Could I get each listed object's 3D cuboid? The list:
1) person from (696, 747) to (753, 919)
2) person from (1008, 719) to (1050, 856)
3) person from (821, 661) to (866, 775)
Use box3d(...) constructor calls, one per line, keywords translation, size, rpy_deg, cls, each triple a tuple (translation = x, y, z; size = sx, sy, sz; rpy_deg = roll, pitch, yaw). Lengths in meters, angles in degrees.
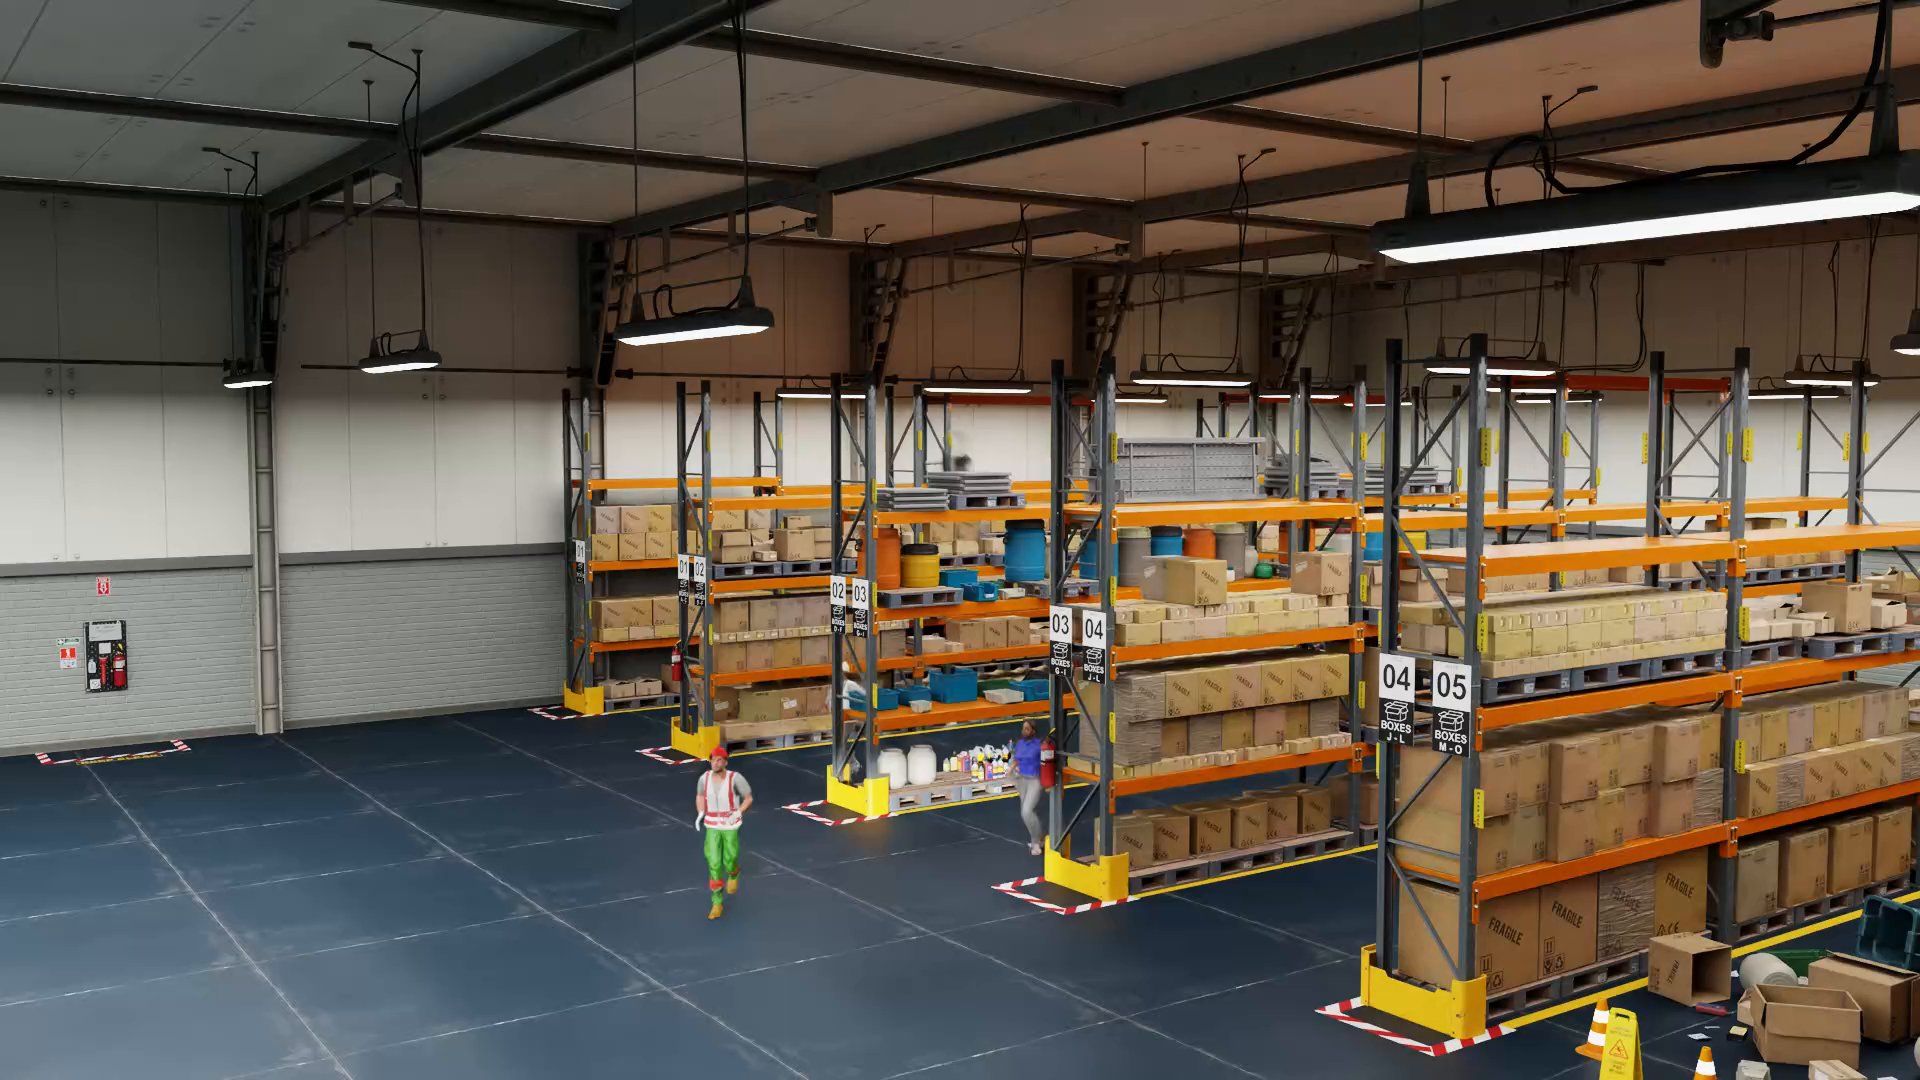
box3d(translation=(-2.556, 3.113, 18.003), size=(0.646, 1.795, 0.814), rpy_deg=(0, 4, 6), cls="person")
box3d(translation=(0.874, 3.047, 20.427), size=(0.601, 1.691, 0.695), rpy_deg=(4, 5, 44), cls="person")
box3d(translation=(-1.736, 2.717, 24.653), size=(0.748, 1.850, 0.675), rpy_deg=(-4, 5, -45), cls="person")
